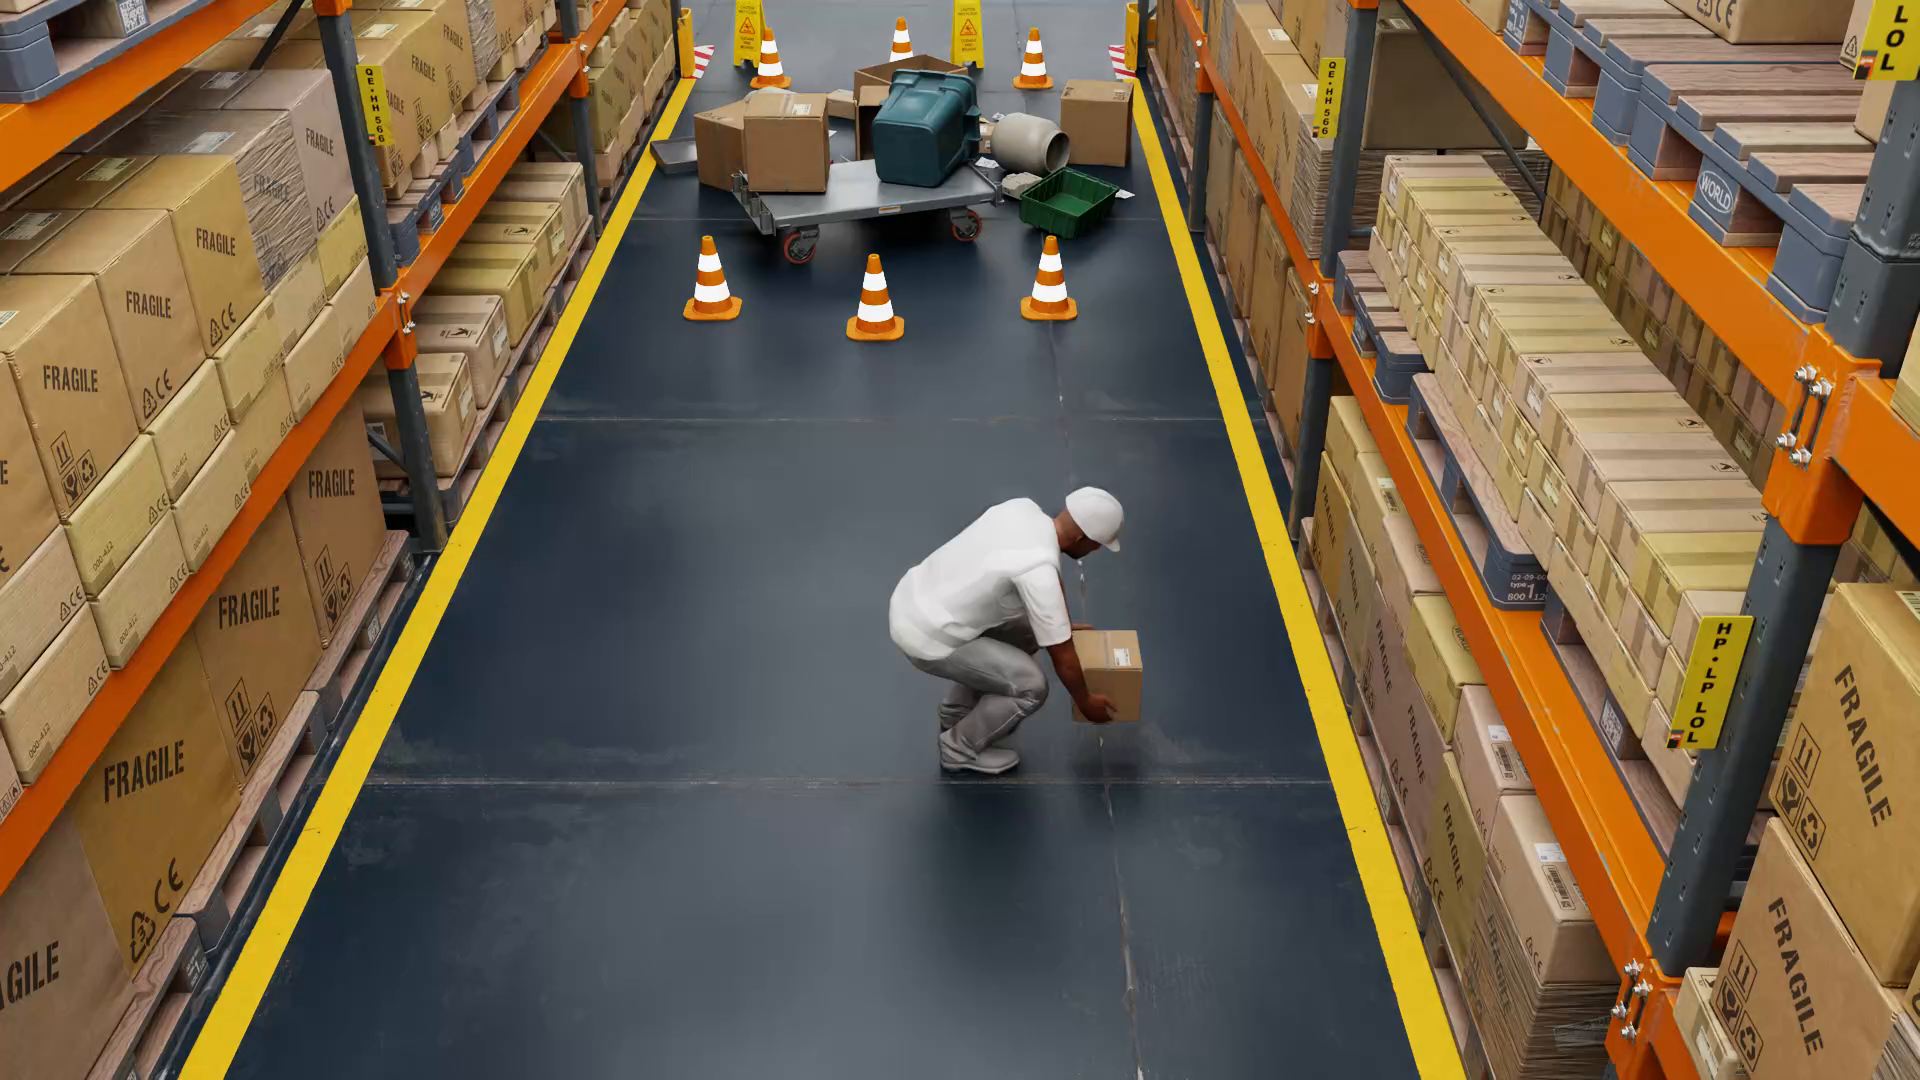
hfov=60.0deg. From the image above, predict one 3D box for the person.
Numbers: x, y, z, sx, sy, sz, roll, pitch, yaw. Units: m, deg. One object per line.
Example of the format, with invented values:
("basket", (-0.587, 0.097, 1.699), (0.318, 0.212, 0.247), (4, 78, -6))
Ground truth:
("person", (0.197, 0.344, 6.274), (0.899, 1.016, 0.580), (0, 31, 0))
